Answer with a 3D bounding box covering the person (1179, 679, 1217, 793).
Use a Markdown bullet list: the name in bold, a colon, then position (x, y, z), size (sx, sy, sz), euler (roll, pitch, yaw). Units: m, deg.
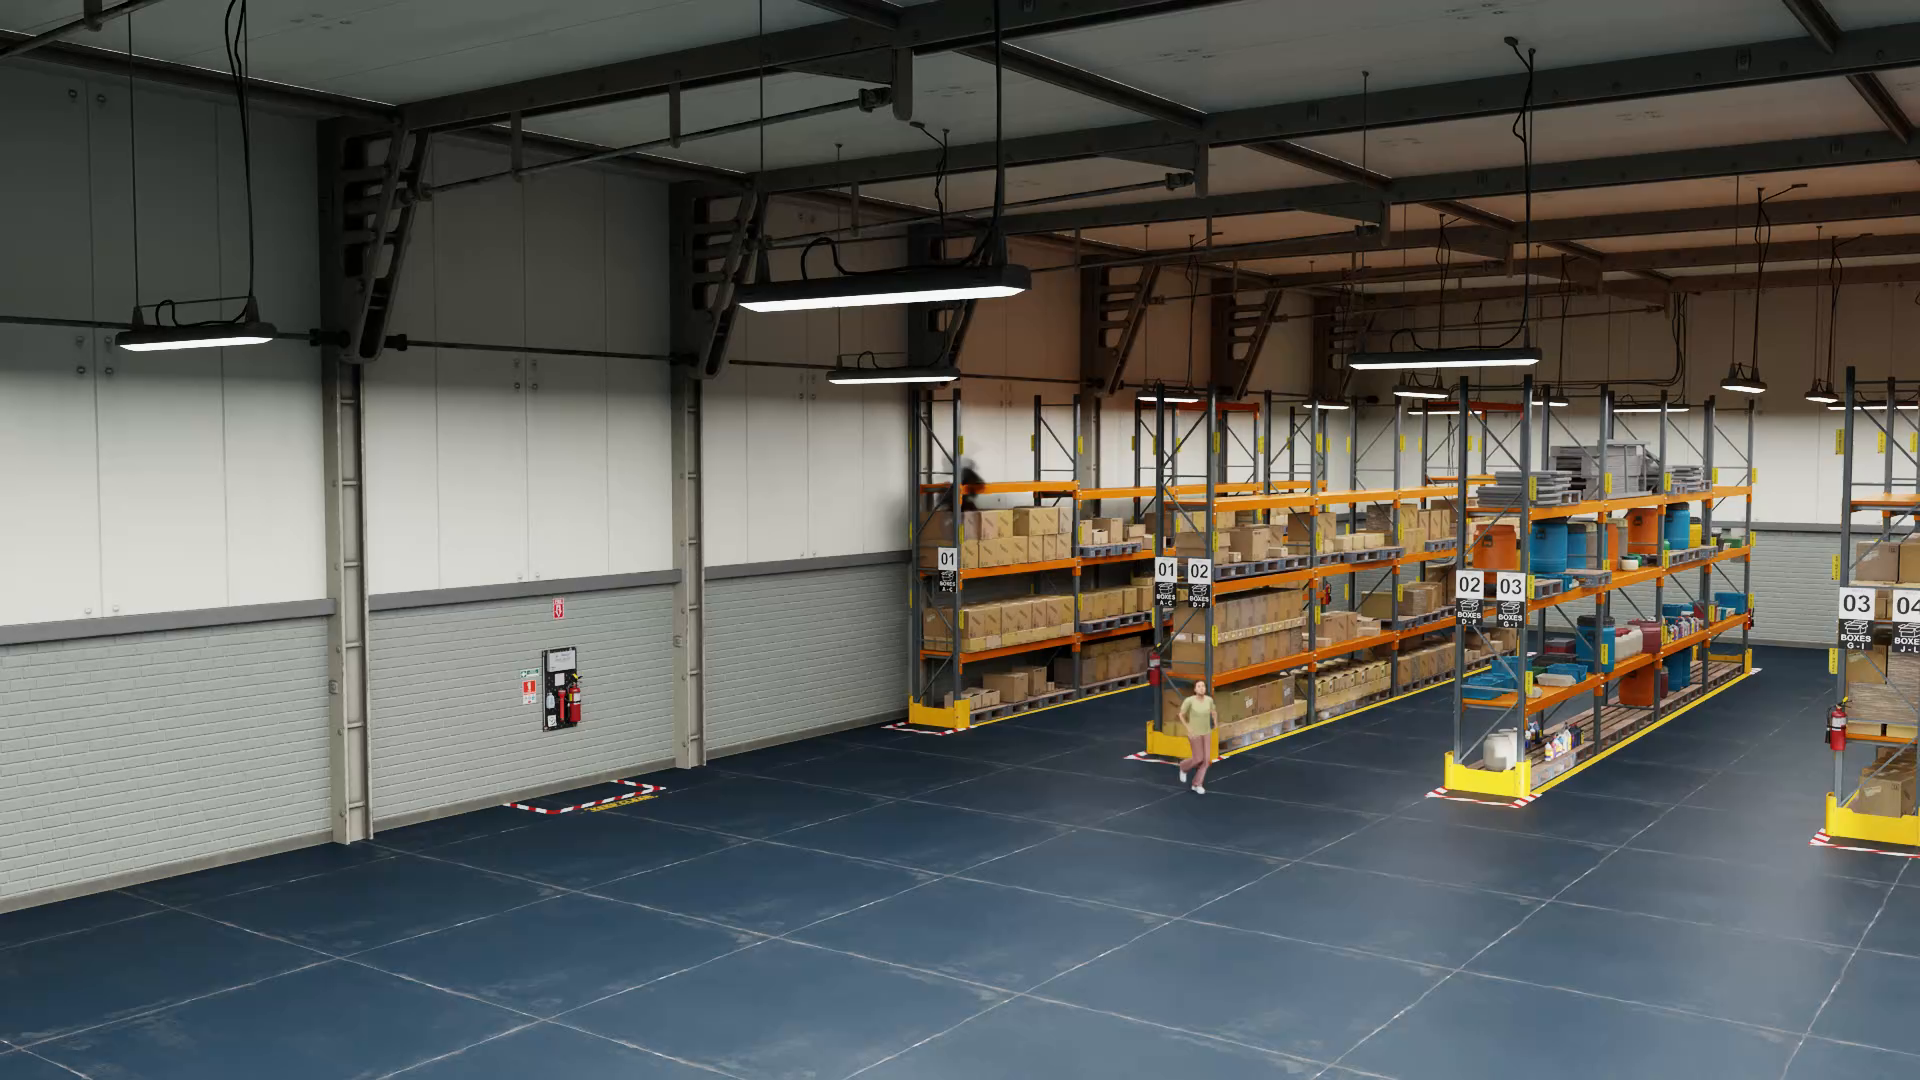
- **person**: position (3.462, 2.820, 24.097), size (0.575, 1.639, 0.590), euler (-1, 3, -18)
